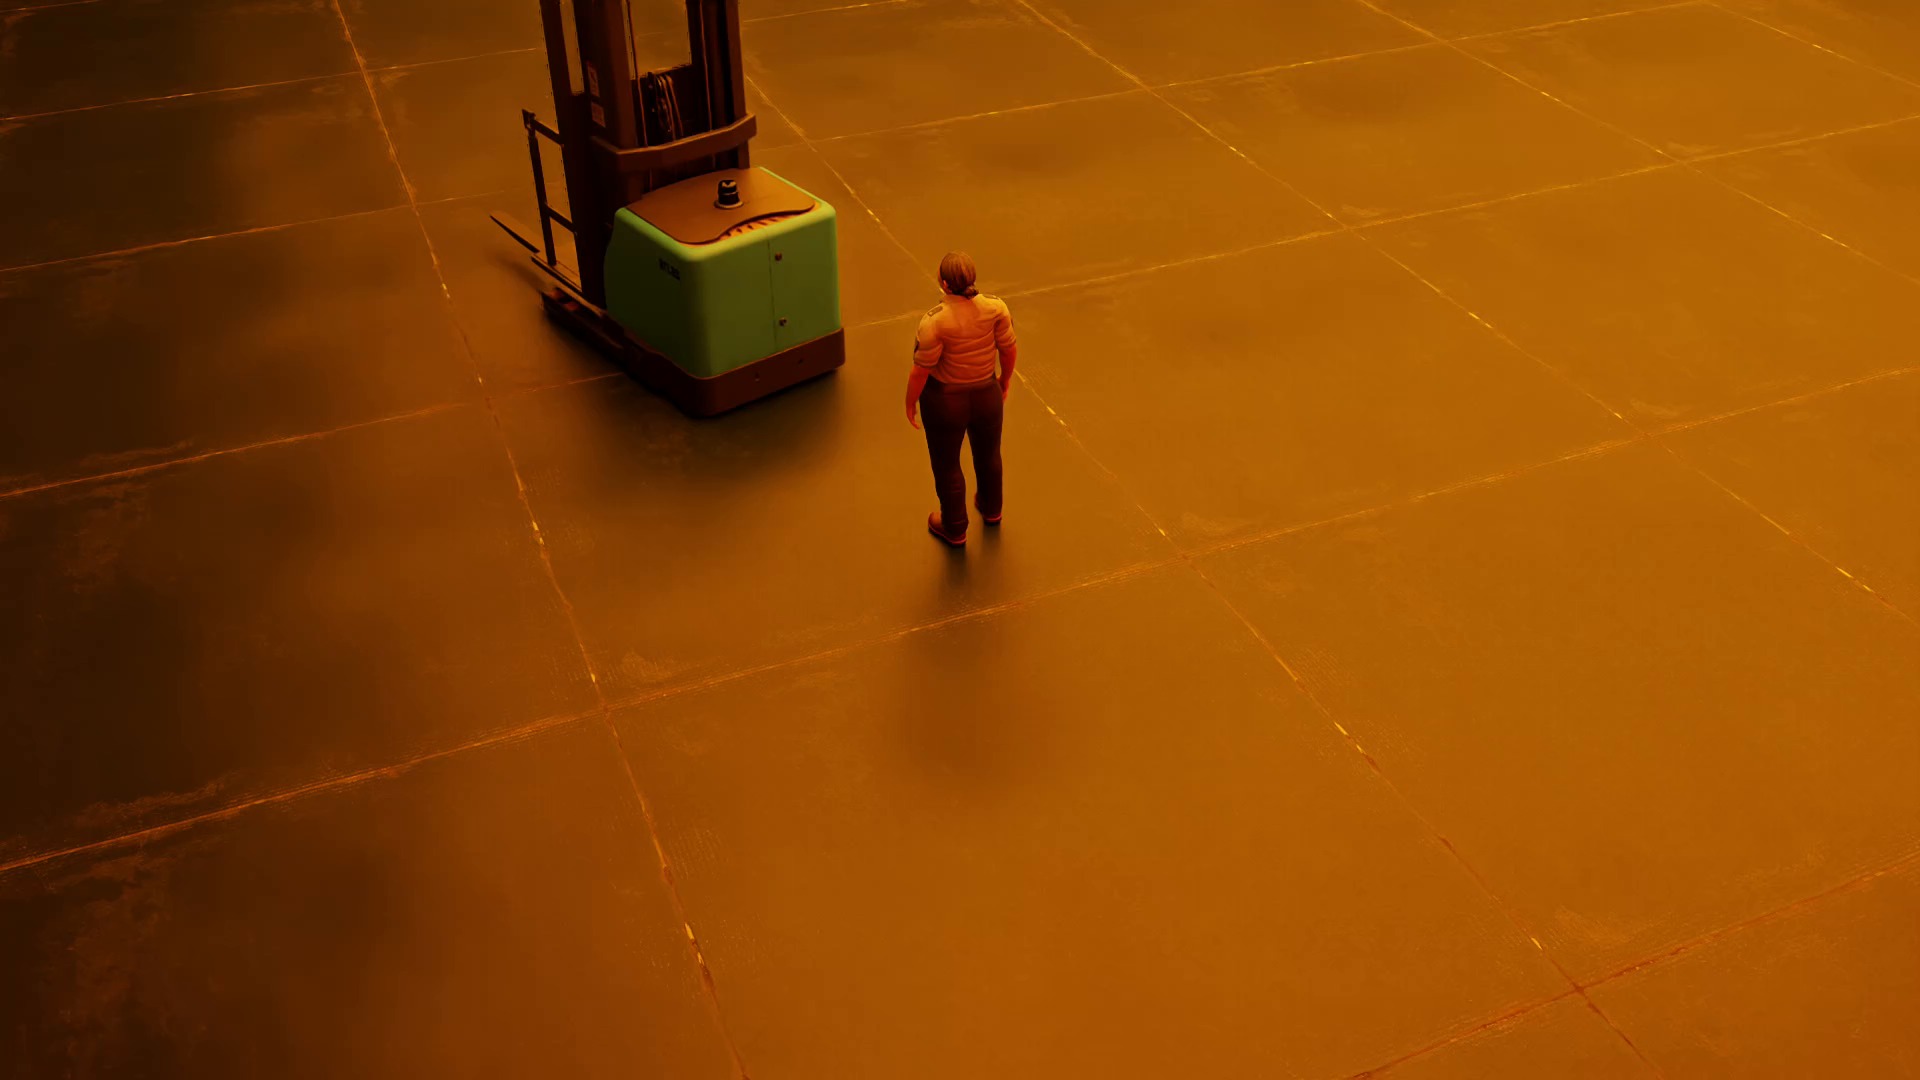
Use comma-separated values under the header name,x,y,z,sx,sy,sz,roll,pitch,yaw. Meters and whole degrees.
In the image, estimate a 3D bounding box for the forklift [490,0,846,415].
name,x,y,z,sx,sy,sz,roll,pitch,yaw
forklift,-2.010,-2.696,9.890,1.130,2.935,3.031,-25,43,-31

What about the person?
name,x,y,z,sx,sy,sz,roll,pitch,yaw
person,-0.014,-0.727,8.222,0.599,1.642,0.503,-14,38,-19
